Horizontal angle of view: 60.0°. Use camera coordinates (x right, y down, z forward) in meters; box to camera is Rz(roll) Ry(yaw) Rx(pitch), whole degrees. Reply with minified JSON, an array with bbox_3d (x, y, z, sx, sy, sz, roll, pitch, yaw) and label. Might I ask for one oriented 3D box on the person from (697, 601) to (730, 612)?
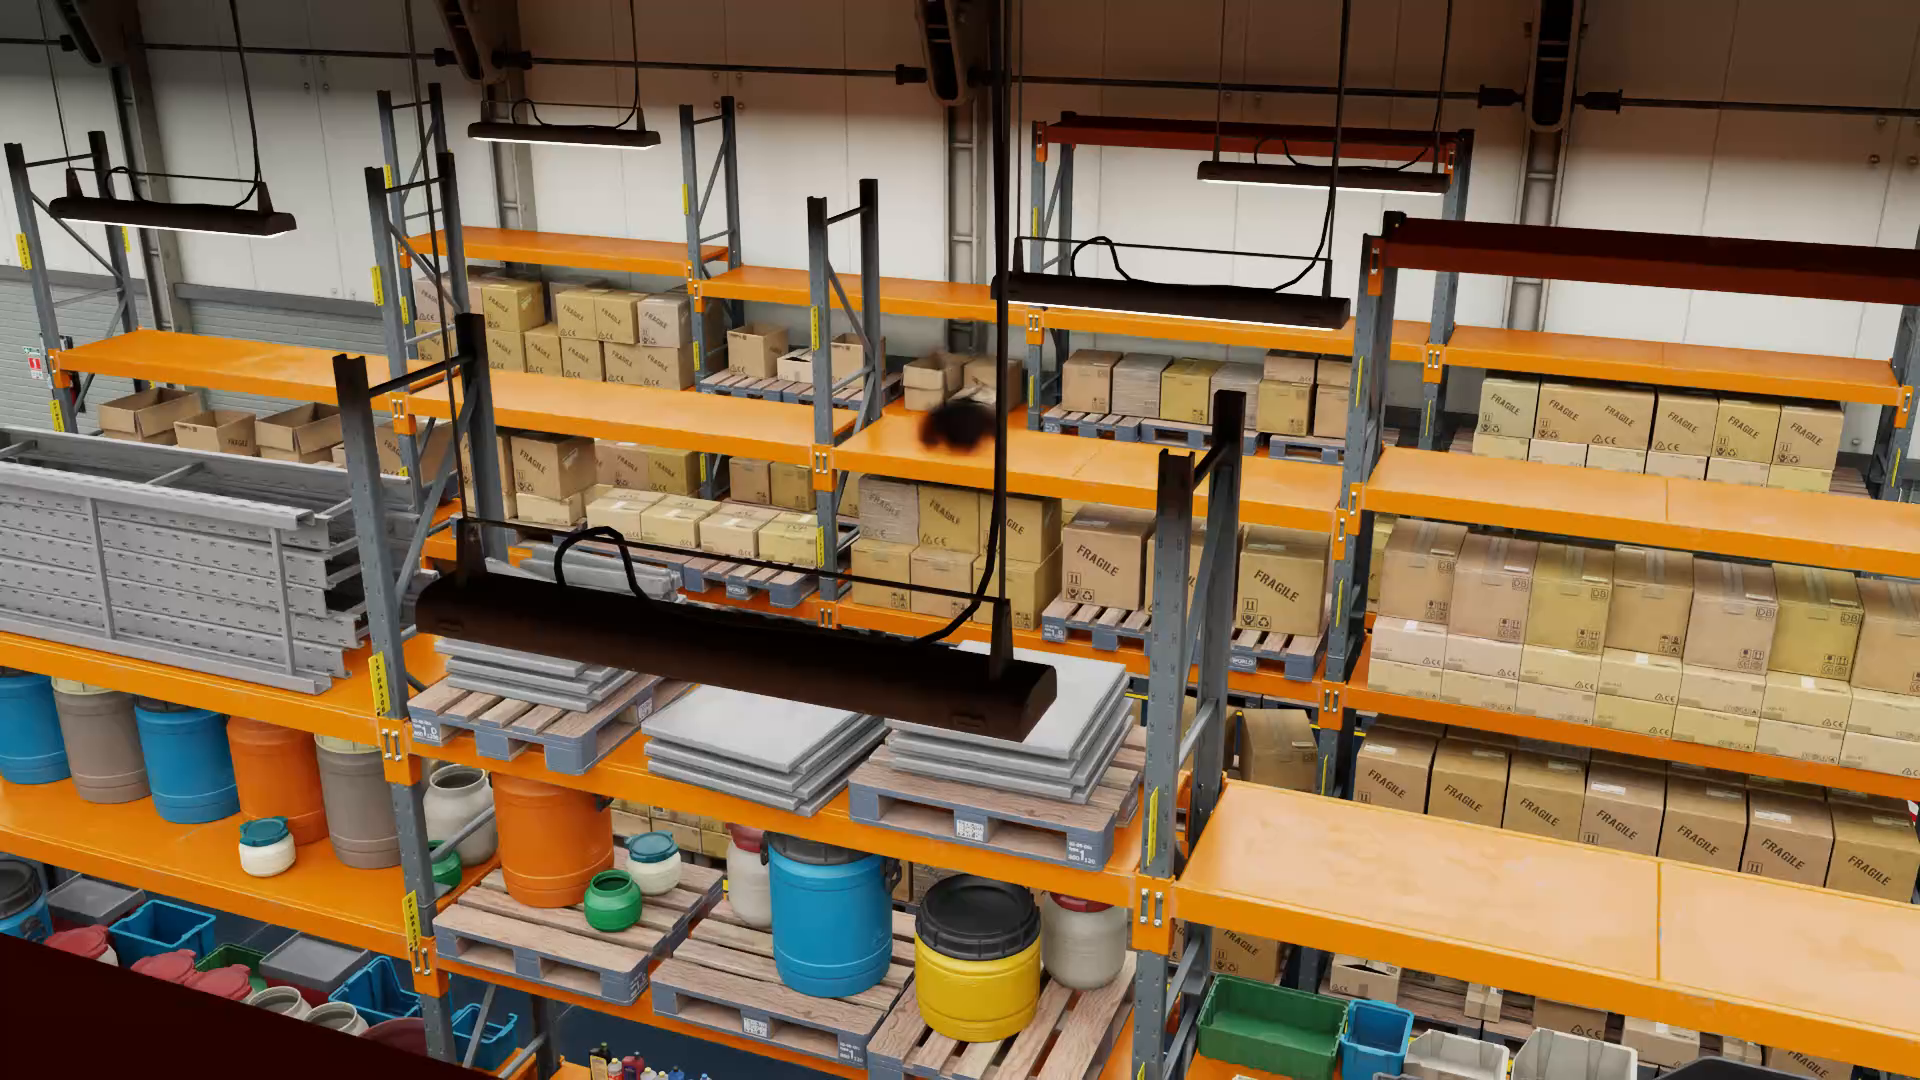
[{"bbox_3d":[-2.659,0.737,18.022,0.982,1.734,0.717,-1,21,-2],"label":"person"}]
